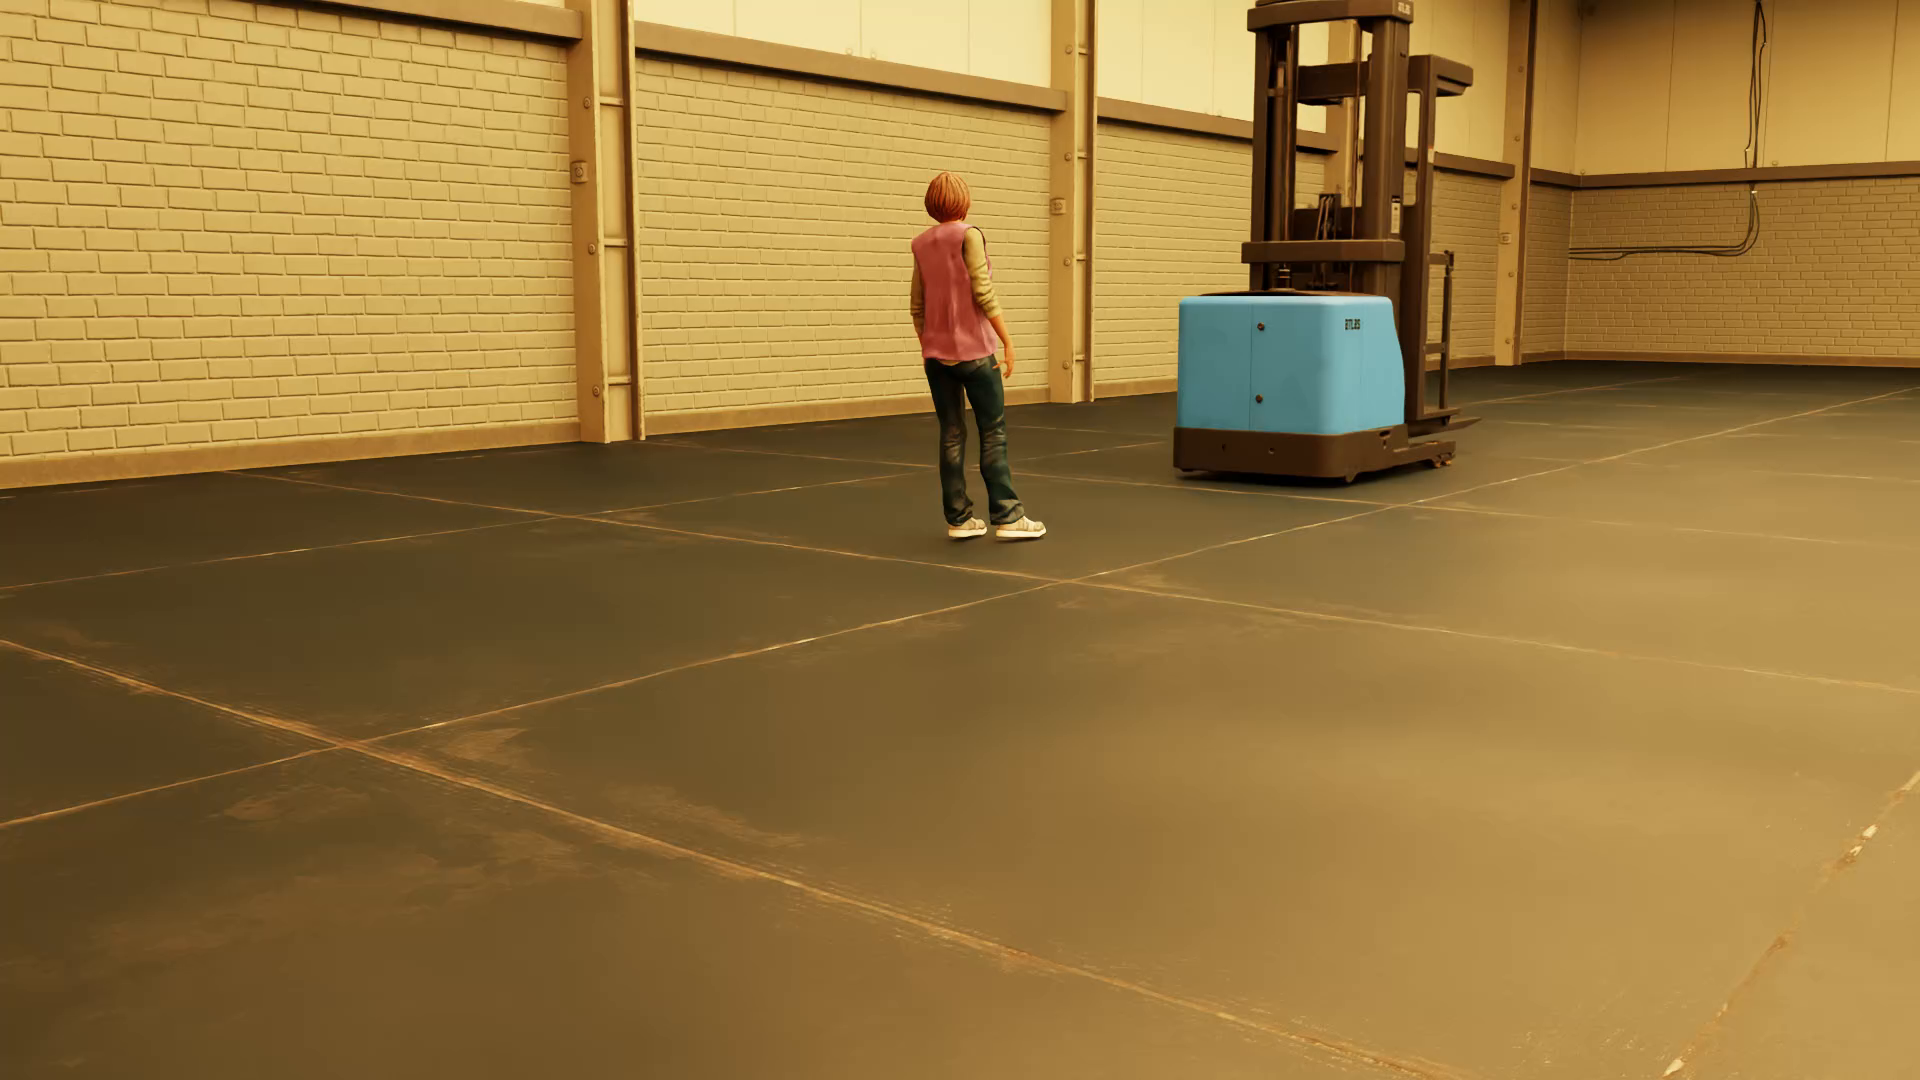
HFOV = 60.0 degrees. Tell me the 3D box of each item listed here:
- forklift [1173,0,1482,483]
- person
[{"bbox_3d":[2.534,-1.942,10.551,1.130,2.935,3.031,6,10,35],"label":"forklift"},{"bbox_3d":[0.058,-0.759,7.344,0.520,1.506,0.473,7,11,38],"label":"person"}]
